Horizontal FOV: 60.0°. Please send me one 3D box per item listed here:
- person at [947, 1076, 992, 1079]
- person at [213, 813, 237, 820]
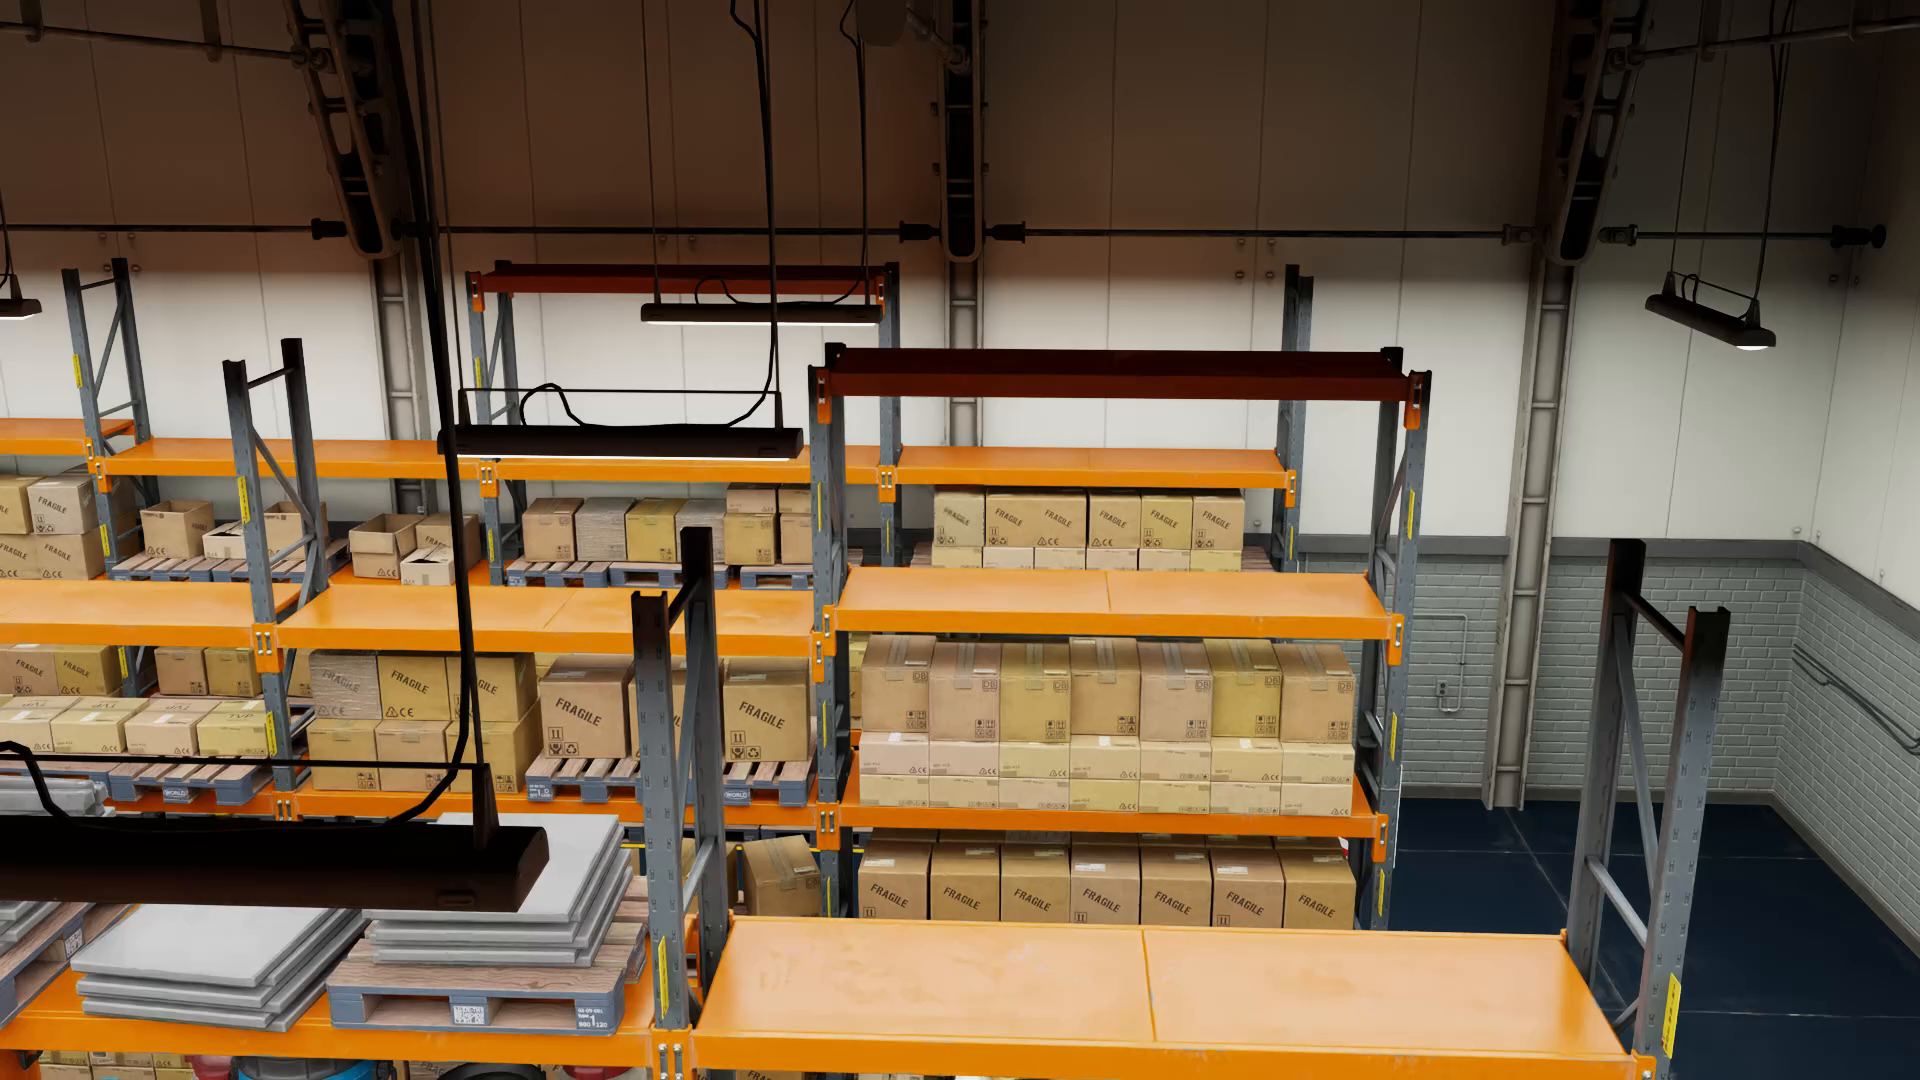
[{"bbox_3d":[-0.007,4.083,11.527,0.918,1.628,0.484,4,17,13],"label":"person"},{"bbox_3d":[-6.514,3.096,14.805,0.828,1.764,0.609,5,17,16],"label":"person"}]
